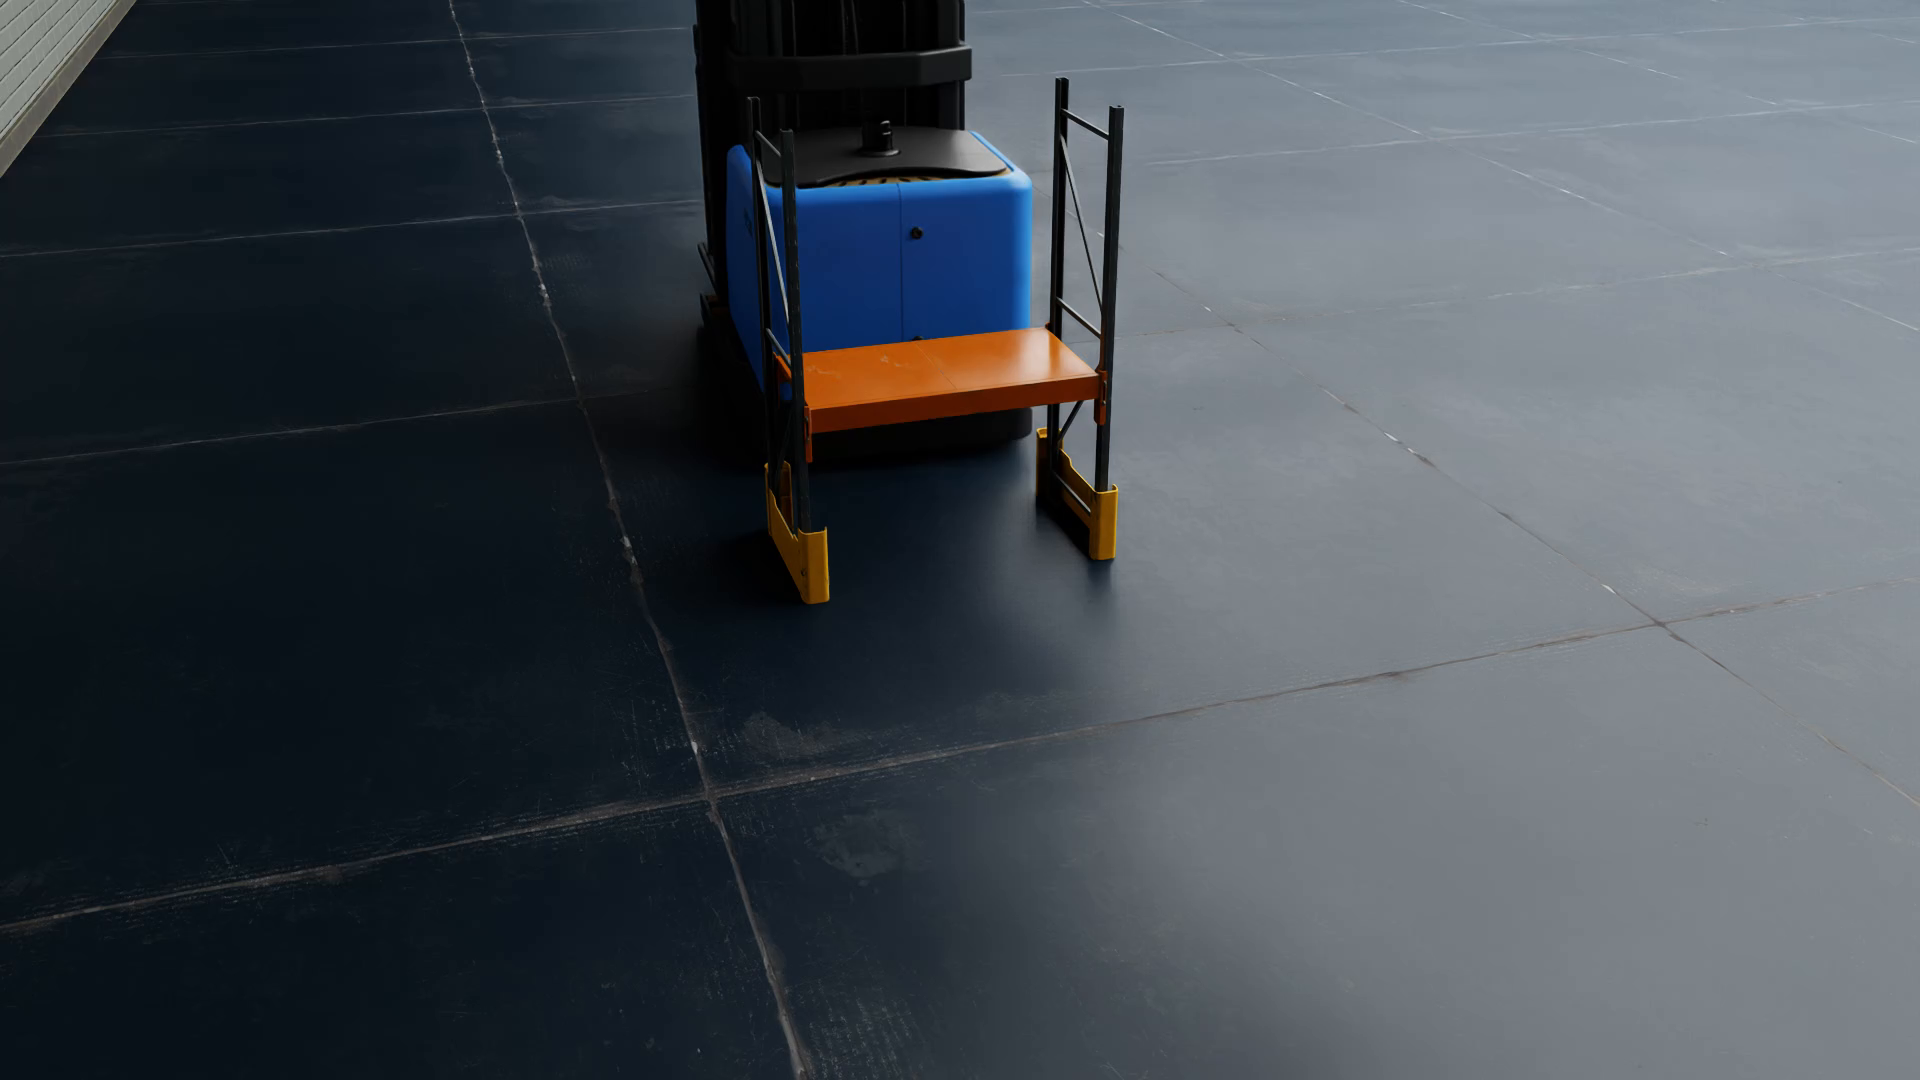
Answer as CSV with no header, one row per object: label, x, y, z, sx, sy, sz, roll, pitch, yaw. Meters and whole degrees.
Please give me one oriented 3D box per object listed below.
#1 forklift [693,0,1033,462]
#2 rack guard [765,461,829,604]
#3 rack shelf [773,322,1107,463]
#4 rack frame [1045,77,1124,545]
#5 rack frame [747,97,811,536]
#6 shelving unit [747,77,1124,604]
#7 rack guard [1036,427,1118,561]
forklift,-0.580,-2.236,6.958,1.130,2.935,3.031,-6,27,-13
rack guard,-0.546,-0.033,5.535,0.087,0.250,0.587,-8,28,-16
rack shelf,-0.081,-0.499,5.473,1.000,0.185,0.538,-8,28,-16
rack frame,0.402,-0.730,5.534,0.032,1.500,0.500,-8,28,-16
rack frame,-0.564,-0.590,5.252,0.032,1.500,0.500,-8,28,-16
shelving unit,-0.073,-0.661,5.395,1.083,1.500,0.587,-8,28,-16
rack guard,0.401,-0.170,5.811,0.087,0.250,0.587,-8,28,-16
